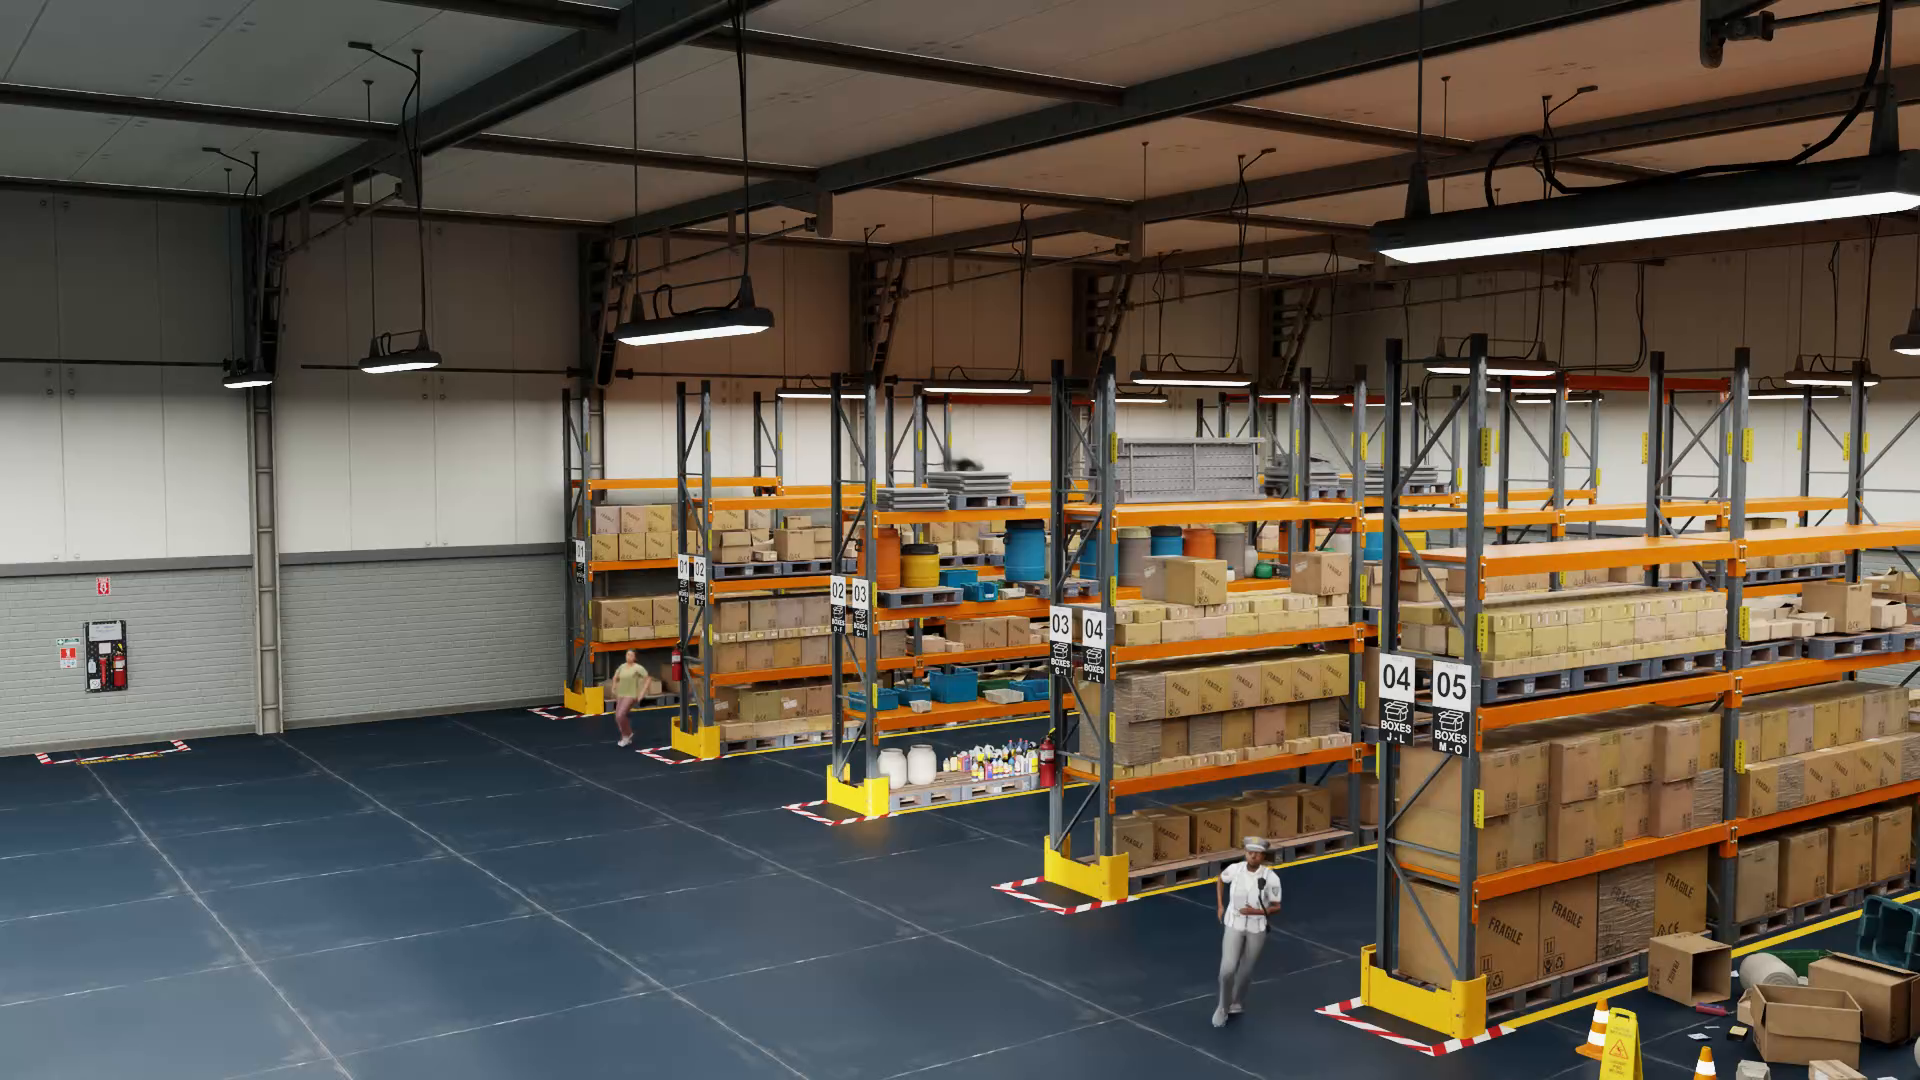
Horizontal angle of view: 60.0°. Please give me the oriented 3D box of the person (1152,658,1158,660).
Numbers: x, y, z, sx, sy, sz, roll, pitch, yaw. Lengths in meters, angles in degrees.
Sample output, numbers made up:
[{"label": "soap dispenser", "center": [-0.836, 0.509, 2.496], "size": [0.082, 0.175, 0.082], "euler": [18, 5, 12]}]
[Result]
[{"label": "person", "center": [3.050, 2.468, 27.754], "size": [0.886, 1.757, 0.698], "euler": [-3, 5, -36]}]

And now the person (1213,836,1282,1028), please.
[{"label": "person", "center": [2.508, 3.394, 14.505], "size": [0.579, 1.684, 0.636], "euler": [1, 4, 12]}]

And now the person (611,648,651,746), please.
[{"label": "person", "center": [-5.458, 2.565, 27.318], "size": [0.647, 1.589, 0.567], "euler": [2, 4, 27]}]
